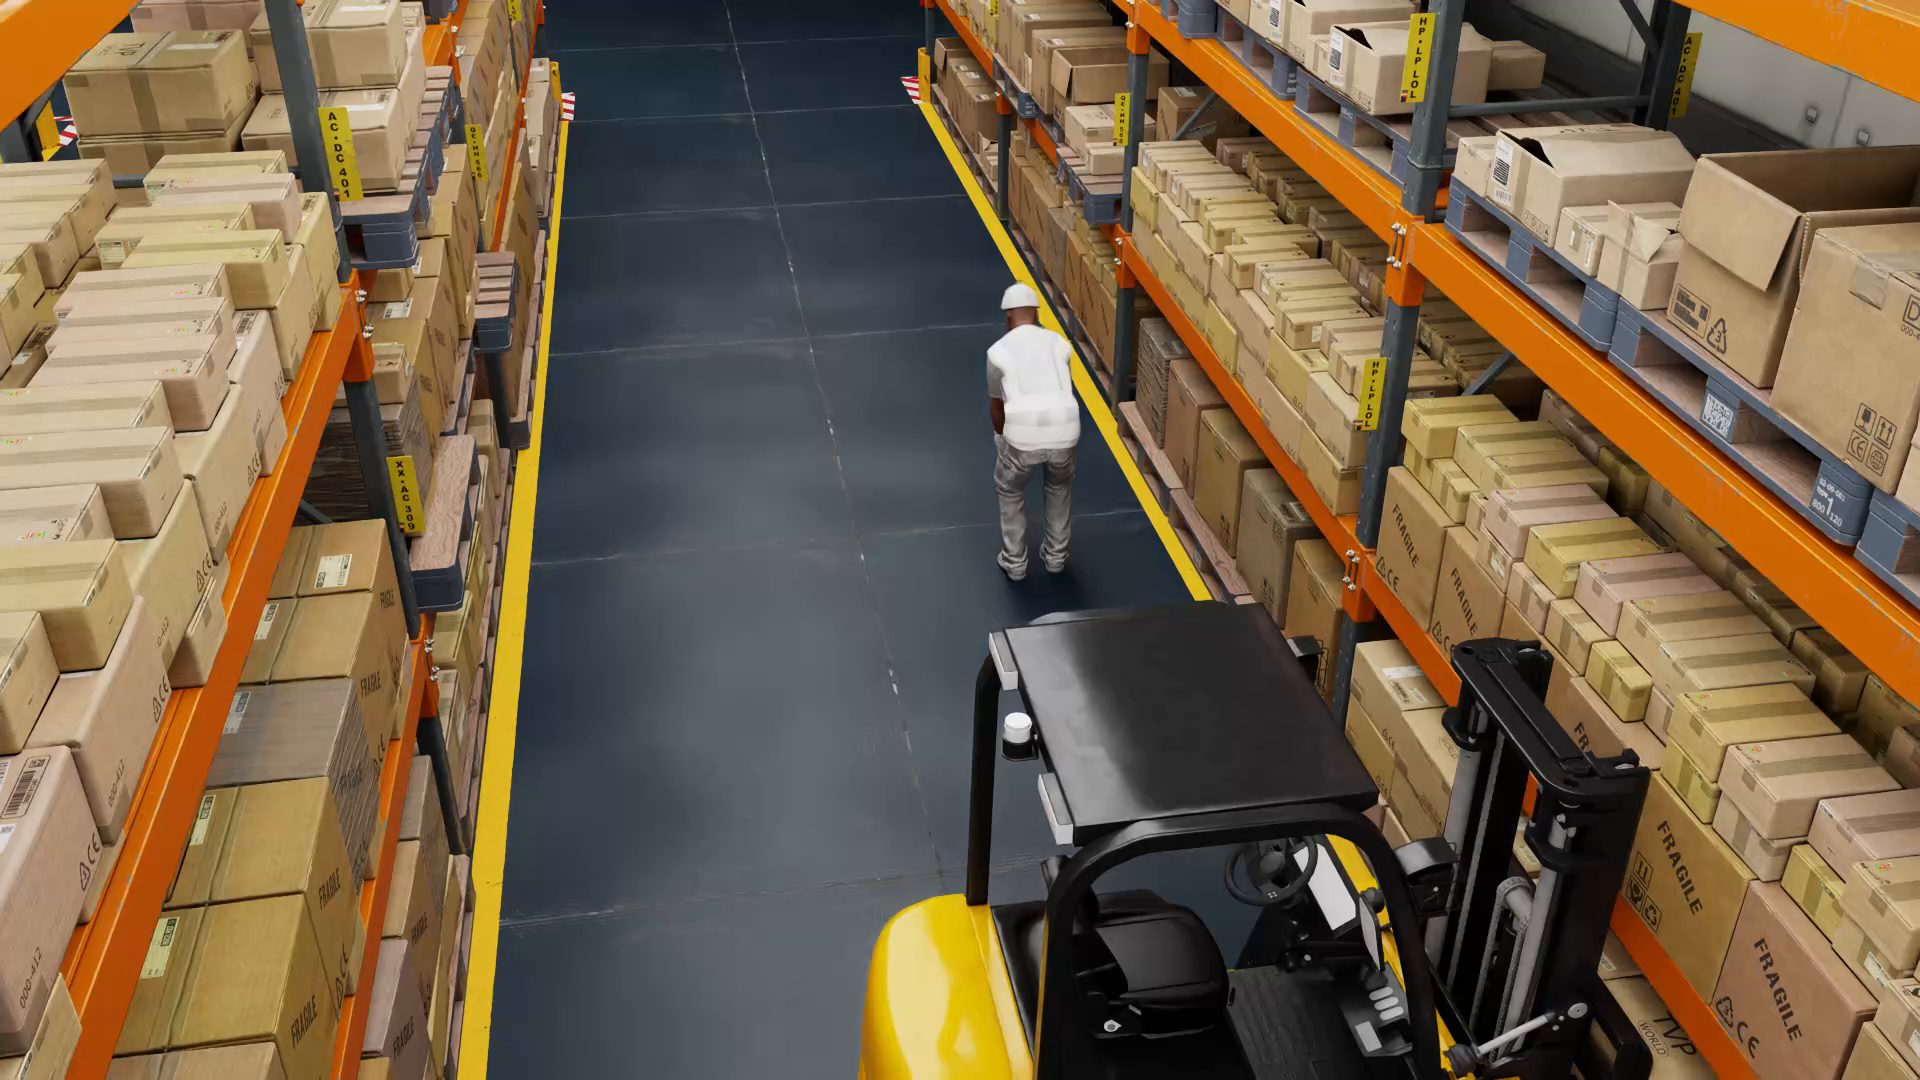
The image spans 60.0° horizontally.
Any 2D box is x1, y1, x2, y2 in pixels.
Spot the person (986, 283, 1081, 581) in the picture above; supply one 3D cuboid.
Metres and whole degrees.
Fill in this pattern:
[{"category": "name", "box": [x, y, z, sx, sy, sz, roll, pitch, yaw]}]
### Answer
[{"category": "person", "box": [0.390, -0.597, 9.330, 0.481, 1.585, 0.786, -6, 31, -10]}]
